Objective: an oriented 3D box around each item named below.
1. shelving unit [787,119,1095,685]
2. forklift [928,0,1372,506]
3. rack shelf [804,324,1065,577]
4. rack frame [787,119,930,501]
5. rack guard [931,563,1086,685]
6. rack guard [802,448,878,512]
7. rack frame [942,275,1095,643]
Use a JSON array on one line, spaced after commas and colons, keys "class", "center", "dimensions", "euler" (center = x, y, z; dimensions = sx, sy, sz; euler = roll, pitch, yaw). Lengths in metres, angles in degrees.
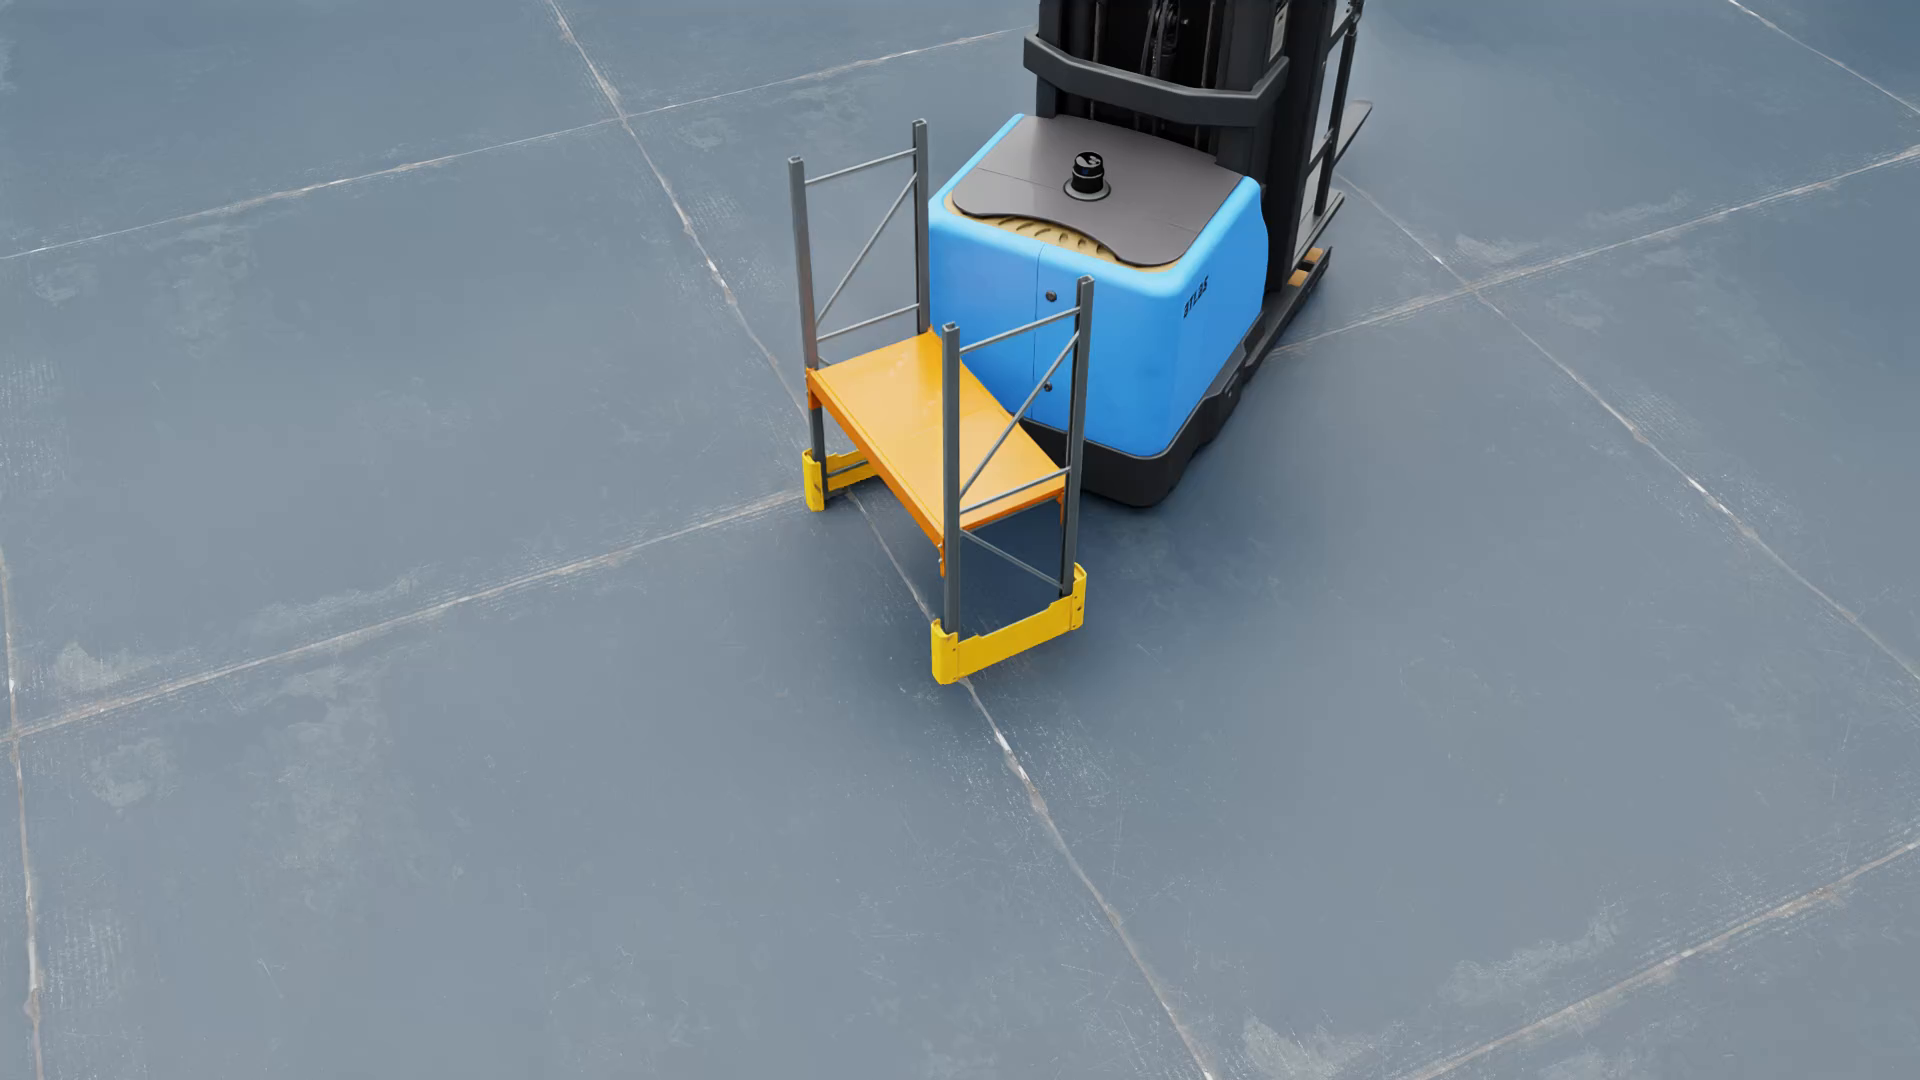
[{"class": "shelving unit", "center": [-0.076, -0.458, 5.646], "dimensions": [0.587, 1.500, 1.083], "euler": [-22, 49, -21]}, {"class": "forklift", "center": [0.989, -2.202, 6.394], "dimensions": [1.130, 2.935, 3.031], "euler": [21, 48, 20]}, {"class": "rack shelf", "center": [-0.081, -0.335, 5.778], "dimensions": [0.538, 0.185, 1.000], "euler": [-22, 49, -21]}, {"class": "rack frame", "center": [-0.333, -0.773, 5.966], "dimensions": [0.500, 1.500, 0.032], "euler": [-22, 49, -21]}, {"class": "rack guard", "center": [0.171, 0.291, 5.777], "dimensions": [0.587, 0.250, 0.087], "euler": [-22, 49, -21]}, {"class": "rack guard", "center": [-0.323, -0.316, 6.393], "dimensions": [0.587, 0.250, 0.087], "euler": [-22, 49, -21]}, {"class": "rack frame", "center": [0.172, -0.153, 5.337], "dimensions": [0.500, 1.500, 0.032], "euler": [-22, 49, -21]}]
